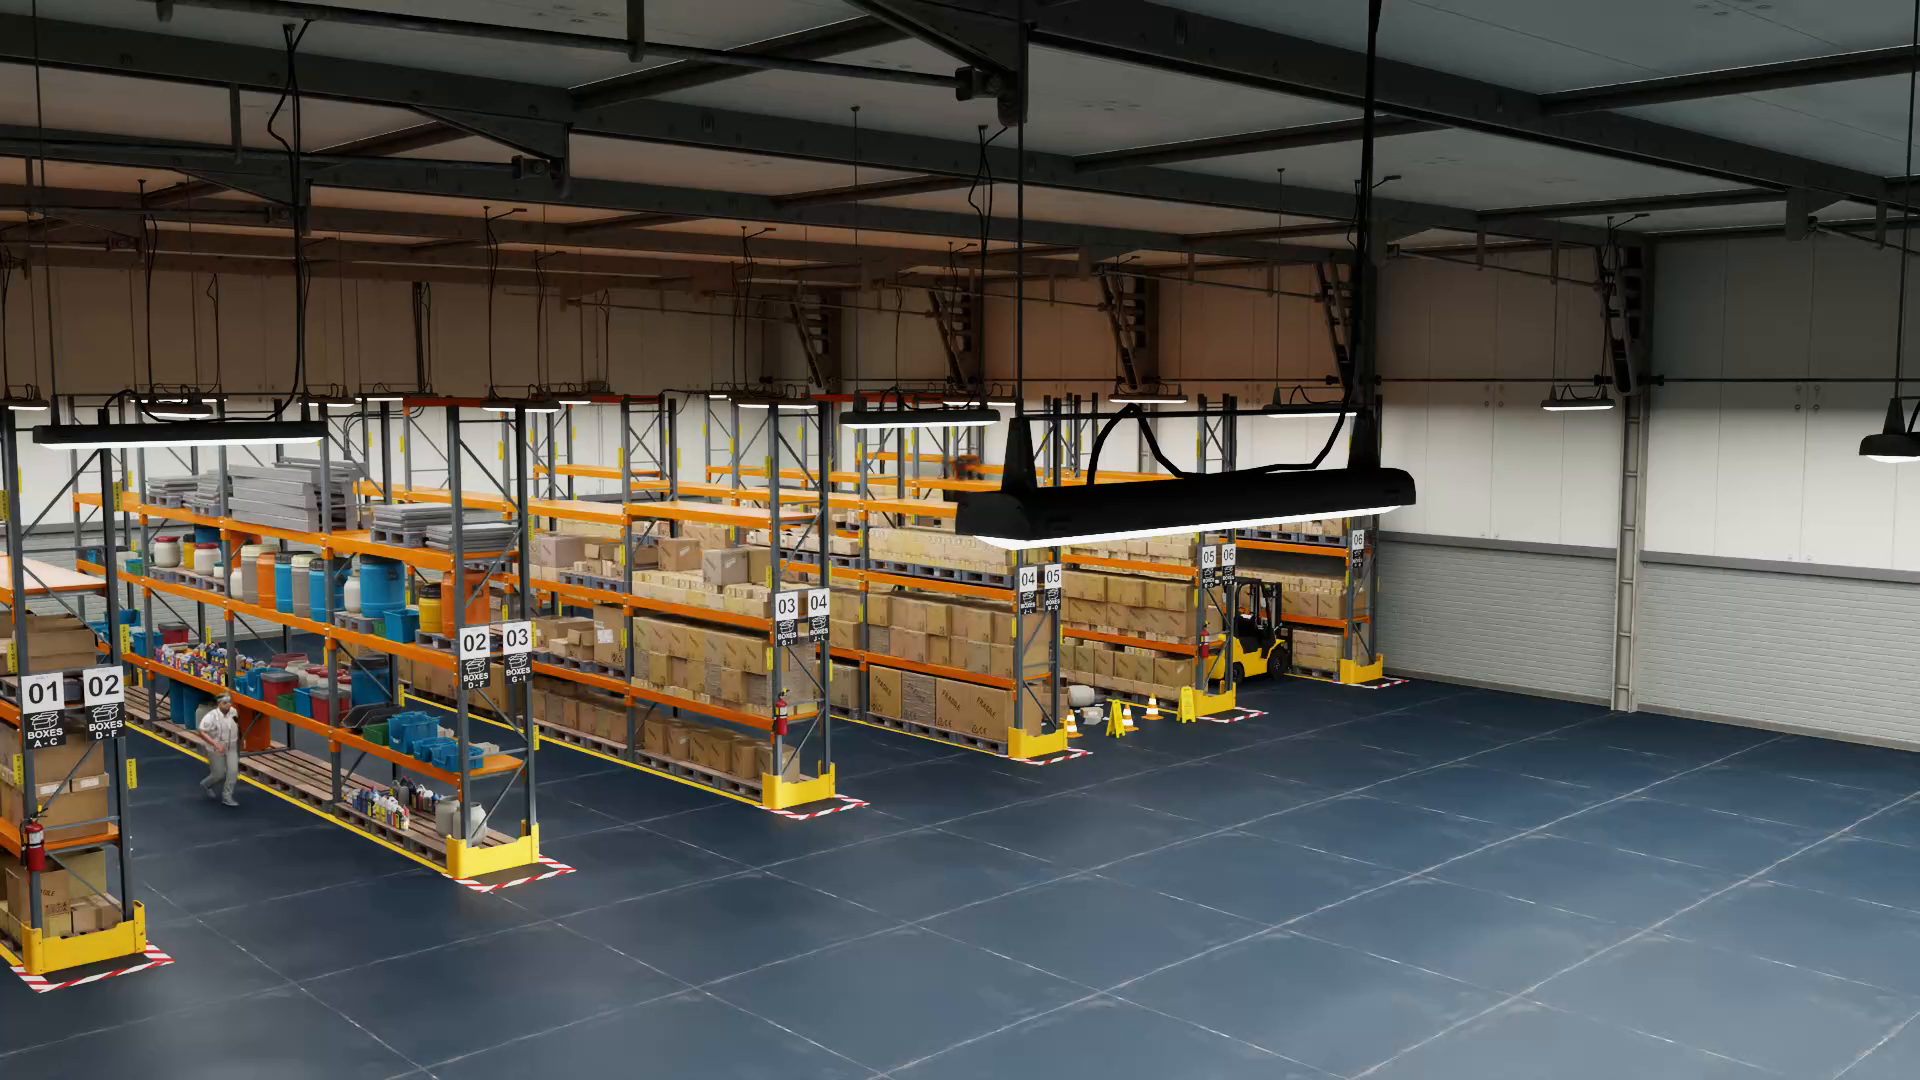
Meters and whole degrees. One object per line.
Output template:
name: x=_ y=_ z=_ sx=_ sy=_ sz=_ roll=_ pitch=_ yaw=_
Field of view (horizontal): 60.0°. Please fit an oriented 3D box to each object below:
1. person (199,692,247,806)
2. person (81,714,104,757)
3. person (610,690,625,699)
person: x=-11.049 y=3.088 z=24.771 sx=0.746 sy=1.729 sz=0.665 roll=4 pitch=7 yaw=36
person: x=-14.495 y=2.836 z=27.740 sx=0.496 sy=1.626 sz=0.824 roll=-4 pitch=7 yaw=-39
person: x=-6.432 y=2.480 z=31.960 sx=0.816 sy=1.542 sz=0.691 roll=4 pitch=7 yaw=34
